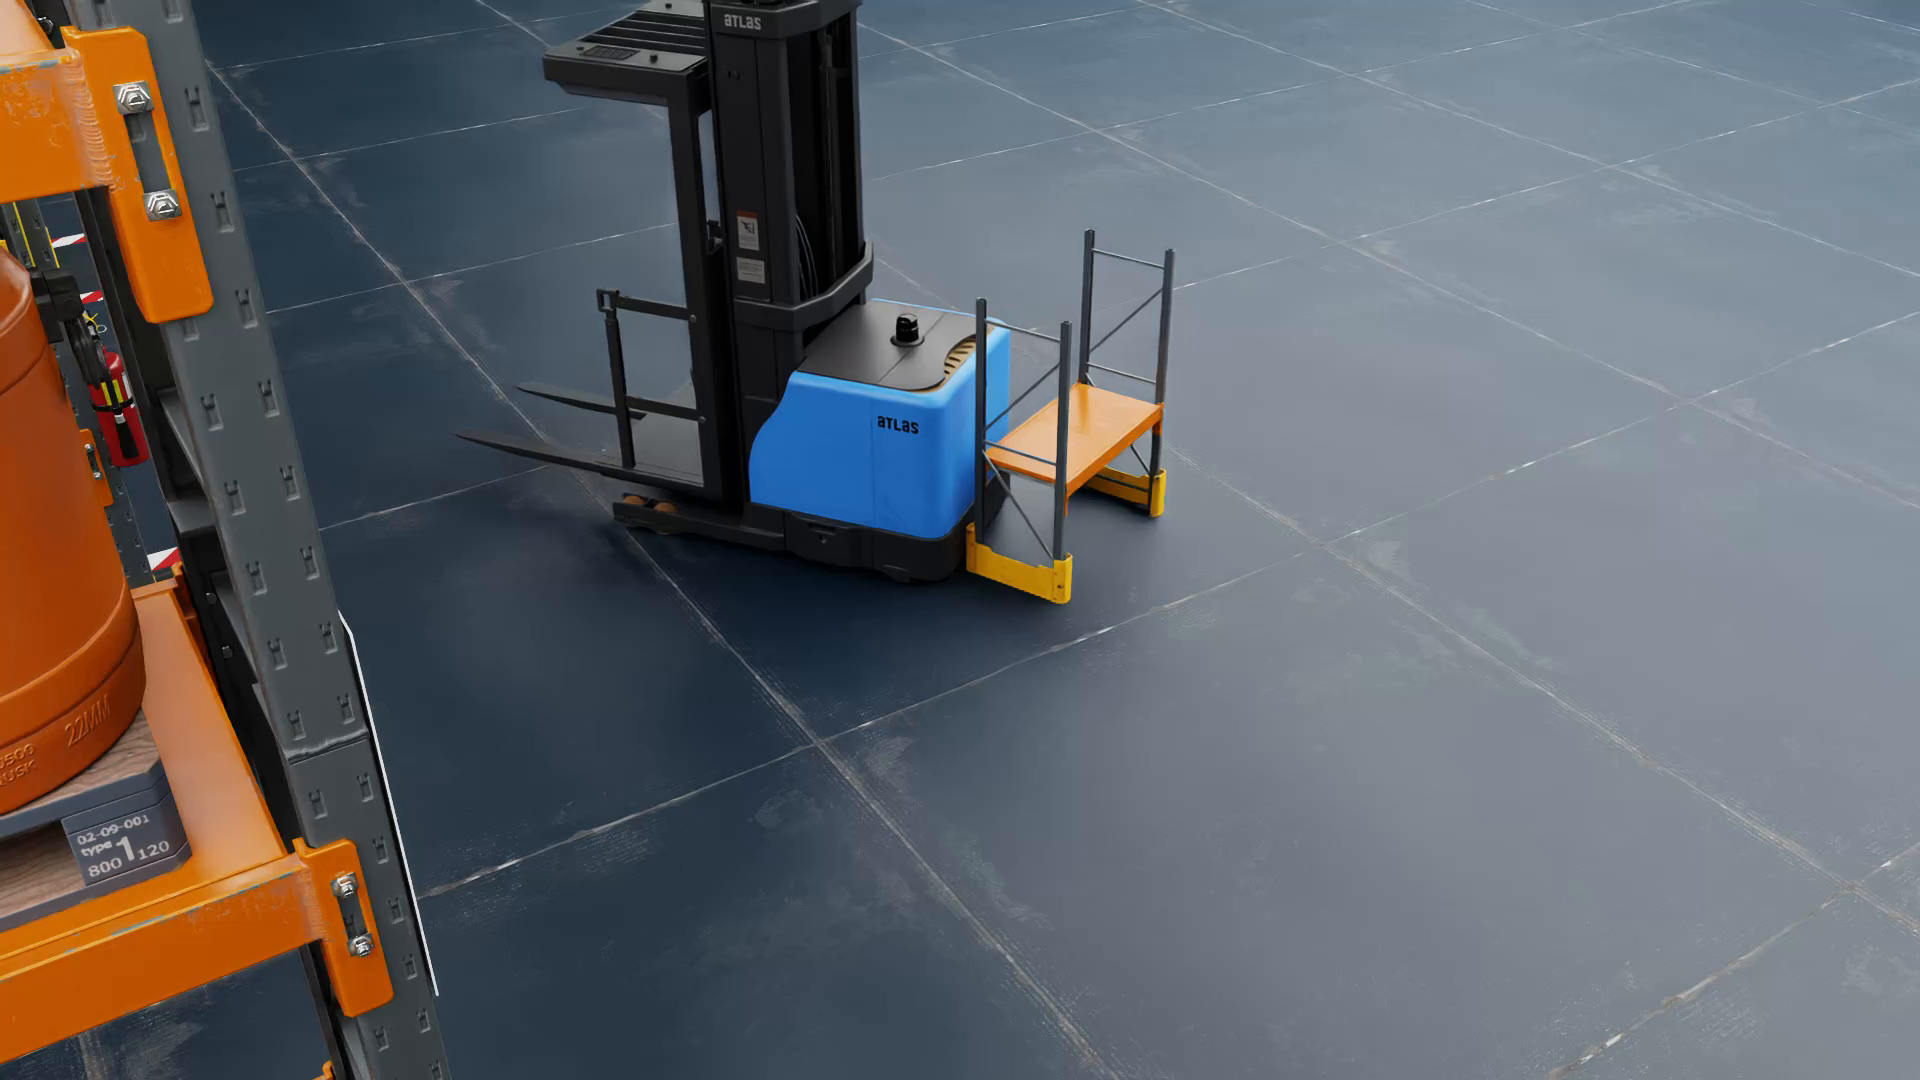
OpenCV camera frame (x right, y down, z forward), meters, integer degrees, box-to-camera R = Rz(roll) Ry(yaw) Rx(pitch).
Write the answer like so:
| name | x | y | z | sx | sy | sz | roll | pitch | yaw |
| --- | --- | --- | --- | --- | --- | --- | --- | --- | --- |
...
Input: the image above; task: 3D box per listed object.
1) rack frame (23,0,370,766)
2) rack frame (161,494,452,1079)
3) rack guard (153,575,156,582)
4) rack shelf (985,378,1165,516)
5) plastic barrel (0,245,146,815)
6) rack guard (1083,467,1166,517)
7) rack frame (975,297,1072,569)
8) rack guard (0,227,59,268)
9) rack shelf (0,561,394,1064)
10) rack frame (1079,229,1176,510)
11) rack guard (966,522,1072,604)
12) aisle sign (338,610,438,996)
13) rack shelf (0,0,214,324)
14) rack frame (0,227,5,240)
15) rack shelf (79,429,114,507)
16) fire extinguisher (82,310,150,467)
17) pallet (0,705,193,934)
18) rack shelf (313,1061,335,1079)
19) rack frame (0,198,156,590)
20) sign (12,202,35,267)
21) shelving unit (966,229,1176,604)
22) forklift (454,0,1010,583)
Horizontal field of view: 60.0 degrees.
| name | x | y | z | sx | sy | sz | roll | pitch | yaw |
| --- | --- | --- | --- | --- | --- | --- | --- | --- | --- |
| rack frame | -1.257 | -1.162 | 2.157 | 0.127 | 3.000 | 1.000 | -19 | 37 | -27 |
| rack frame | -1.257 | 1.376 | 3.758 | 0.127 | 3.000 | 1.000 | -19 | 37 | -27 |
| rack guard | -4.004 | 0.234 | 7.911 | 0.348 | 0.500 | 1.175 | -19 | 37 | -27 |
| rack shelf | 0.570 | -0.489 | 8.456 | 0.538 | 0.185 | 1.000 | 19 | 37 | 28 |
| plastic barrel | -1.597 | -0.055 | 2.418 | 0.708 | 0.830 | 0.600 | -19 | 37 | -27 |
| rack guard | 0.839 | -0.330 | 9.039 | 0.587 | 0.250 | 0.087 | 19 | 37 | 28 |
| rack frame | 0.290 | -0.414 | 8.001 | 0.500 | 1.500 | 0.032 | 19 | 37 | 28 |
| rack guard | -6.523 | -2.049 | 11.529 | 0.348 | 0.500 | 1.175 | -19 | 37 | -27 |
| rack shelf | -2.938 | 0.989 | 2.233 | 4.000 | 0.370 | 1.077 | -19 | 37 | -27 |
| rack frame | 0.849 | -0.867 | 8.719 | 0.500 | 1.500 | 0.032 | 19 | 37 | 28 |
| rack guard | 0.291 | 0.114 | 8.335 | 0.587 | 0.250 | 0.087 | 19 | 37 | 28 |
| aisle sign | -1.036 | 0.388 | 2.886 | 0.004 | 0.787 | 0.394 | -19 | 37 | -27 |
| rack shelf | -2.938 | -0.110 | 1.539 | 4.000 | 0.370 | 1.077 | -19 | 37 | -27 |
| rack frame | -6.543 | -3.099 | 10.851 | 0.127 | 3.000 | 1.000 | -19 | 37 | -27 |
| rack shelf | -5.622 | 0.037 | 6.554 | 4.000 | 0.370 | 1.077 | -19 | 37 | -27 |
| fire extinguisher | -3.595 | -0.639 | 7.024 | 0.183 | 0.674 | 0.296 | -19 | 37 | -27 |
| pallet | -2.005 | 0.382 | 2.698 | 1.213 | 0.211 | 1.003 | -19 | 37 | -27 |
| rack shelf | -2.938 | 2.258 | 3.033 | 4.000 | 0.370 | 1.077 | -19 | 37 | -27 |
| rack frame | -3.941 | -0.845 | 7.279 | 0.127 | 3.000 | 1.000 | -19 | 37 | -27 |
| sign | -3.657 | -1.214 | 6.482 | 0.005 | 0.325 | 0.100 | -19 | 37 | -27 |
| shelving unit | 0.565 | -0.637 | 8.354 | 0.587 | 1.500 | 1.083 | 19 | 37 | 28 |
| forklift | -1.299 | -1.515 | 8.404 | 3.031 | 2.935 | 1.130 | 12 | 34 | 18 |
